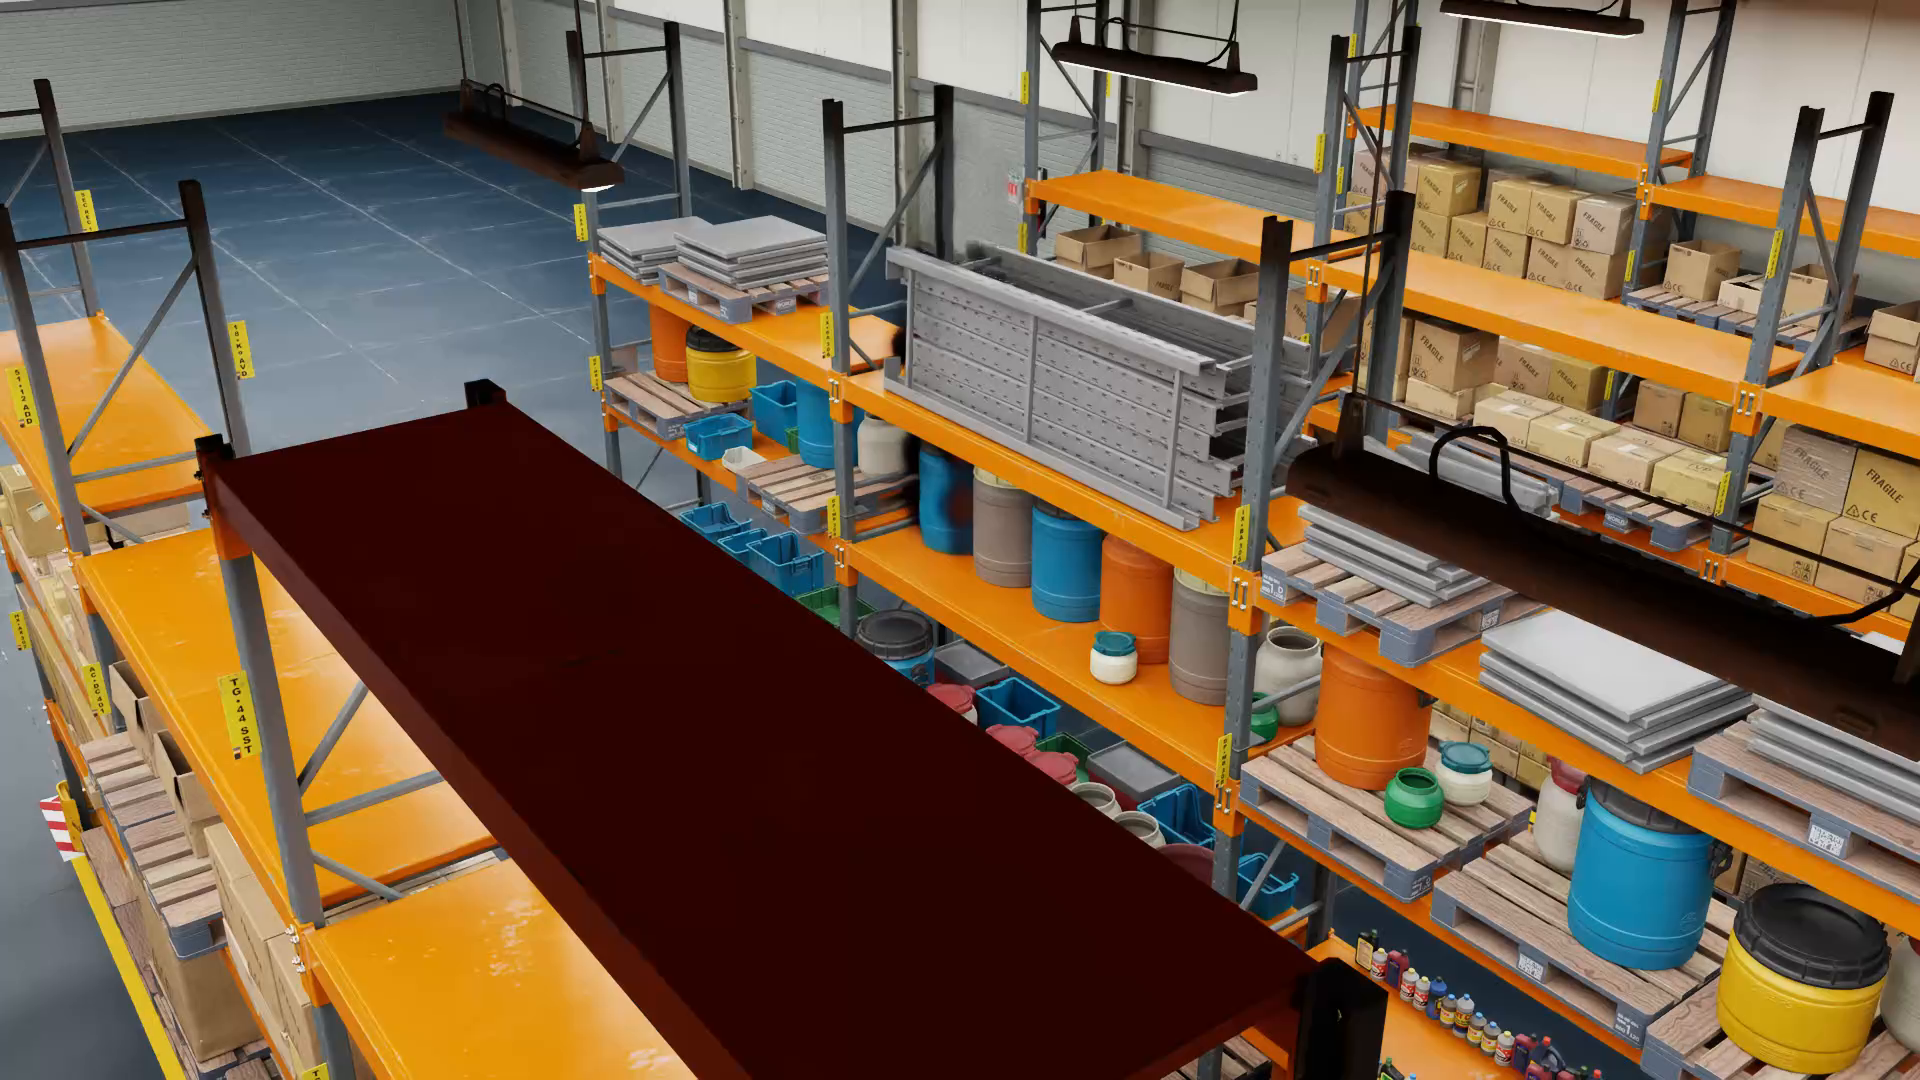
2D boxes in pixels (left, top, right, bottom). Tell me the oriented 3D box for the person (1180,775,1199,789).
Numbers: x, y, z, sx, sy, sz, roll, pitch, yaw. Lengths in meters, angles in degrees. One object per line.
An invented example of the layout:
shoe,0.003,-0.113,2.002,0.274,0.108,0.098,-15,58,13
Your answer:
person,1.687,1.517,13.788,0.764,1.637,0.579,17,30,32
